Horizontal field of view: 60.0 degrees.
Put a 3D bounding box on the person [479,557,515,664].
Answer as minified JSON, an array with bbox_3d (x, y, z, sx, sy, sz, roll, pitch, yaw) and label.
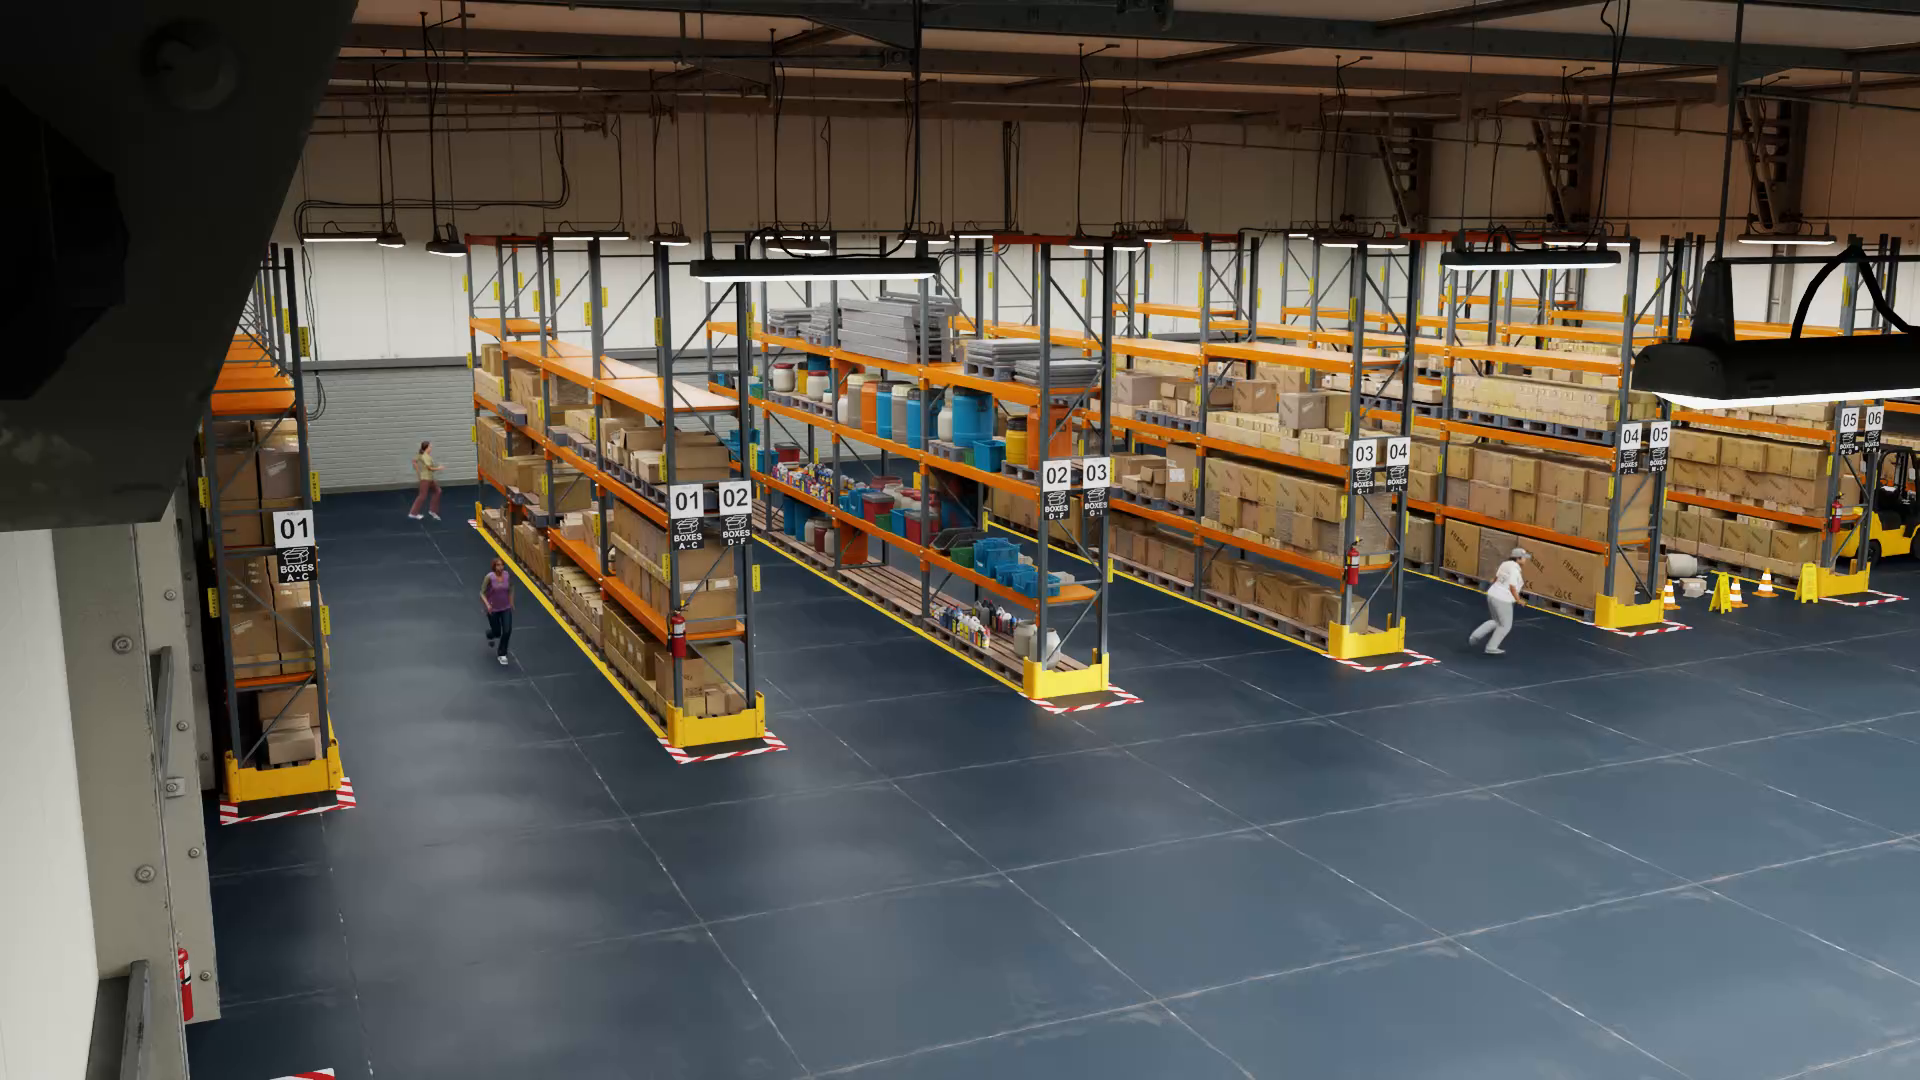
[{"bbox_3d":[-6.680,0.989,24.011,0.516,1.560,0.660,-6,13,-30],"label":"person"}]

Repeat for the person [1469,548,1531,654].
[{"bbox_3d":[7.929,0.892,24.384,0.770,1.581,0.594,0,11,0],"label":"person"}]

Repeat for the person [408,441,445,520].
[{"bbox_3d":[-11.277,-1.233,35.112,0.802,1.712,0.557,-4,12,-22],"label":"person"}]
